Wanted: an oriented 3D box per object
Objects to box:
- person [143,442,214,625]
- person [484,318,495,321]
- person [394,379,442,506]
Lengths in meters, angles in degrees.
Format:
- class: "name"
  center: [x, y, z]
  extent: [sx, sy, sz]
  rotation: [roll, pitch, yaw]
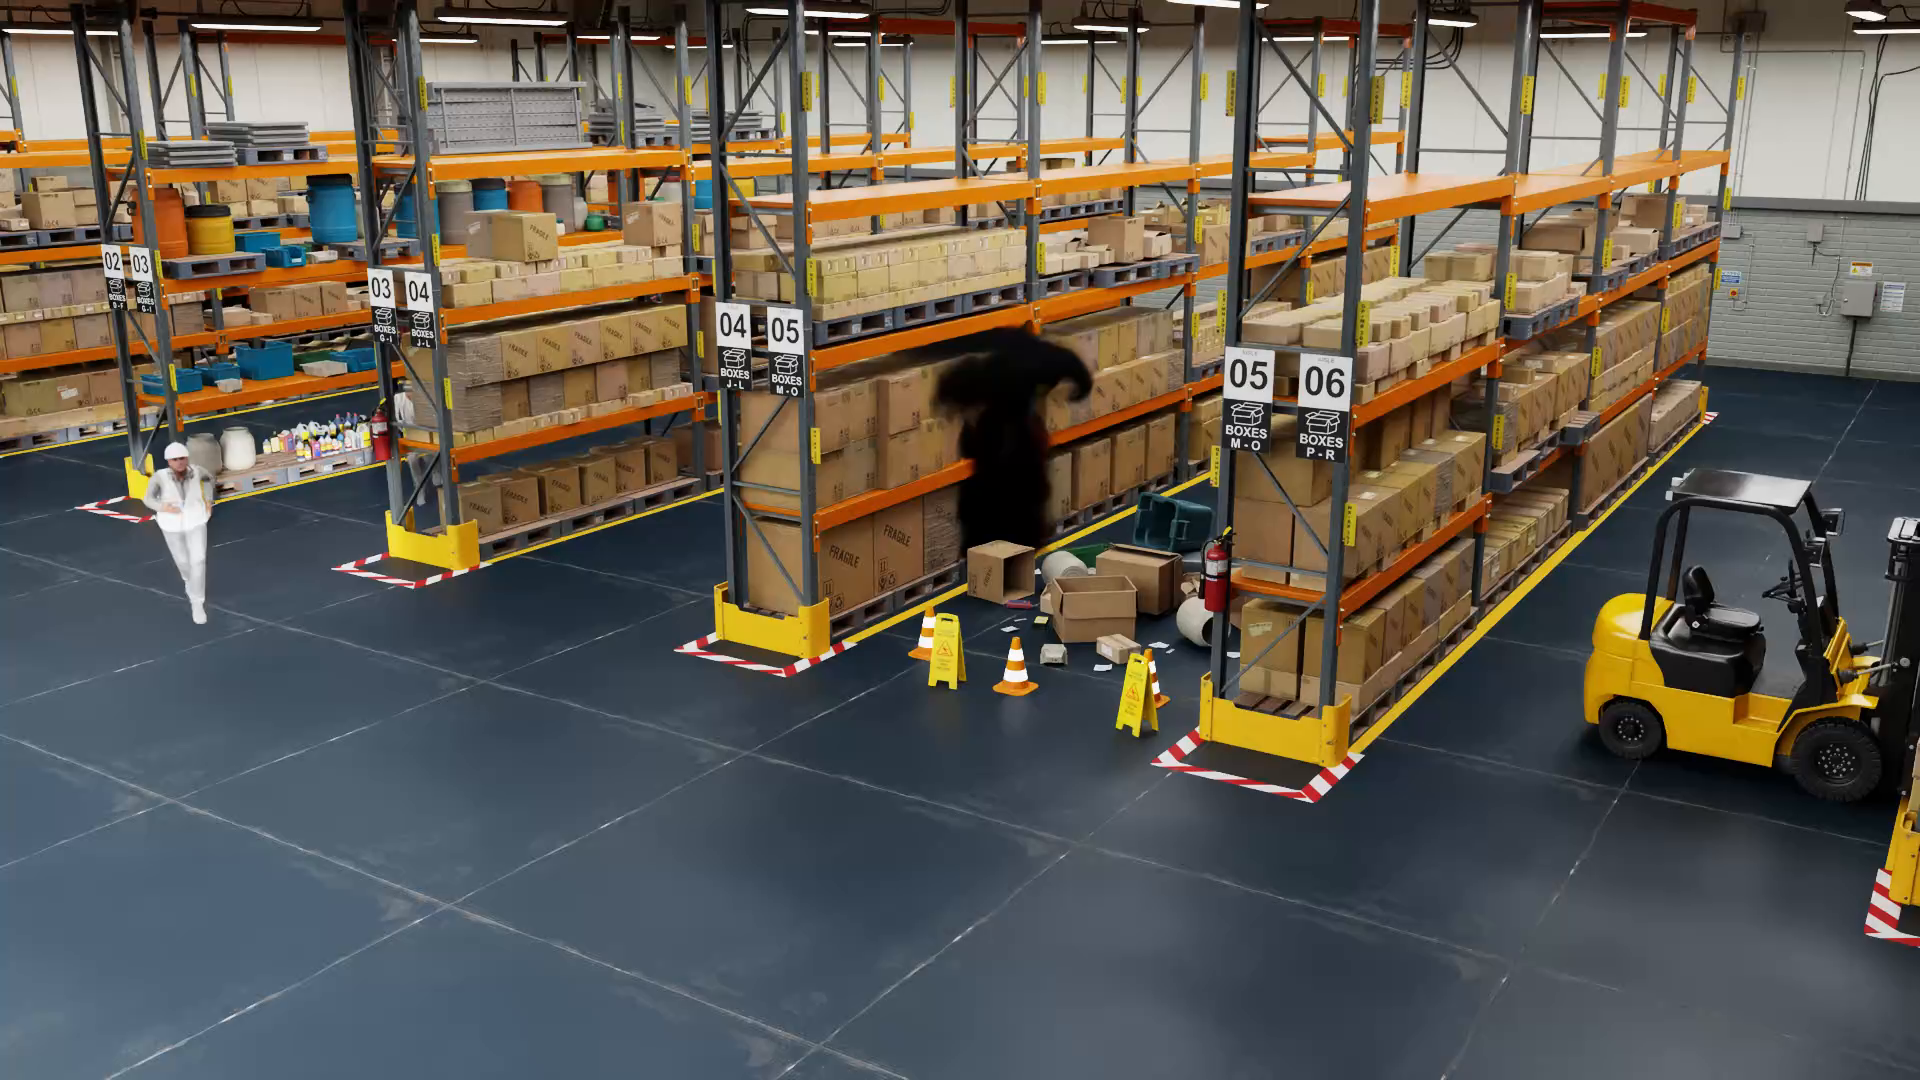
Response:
- class: "person"
  center: [-7.686, -0.132, 16.469]
  extent: [0.642, 1.783, 1.037]
  rotation: [-6, 17, -21]
- class: "person"
  center: [-7.813, -3.252, 27.819]
  extent: [0.594, 1.648, 0.622]
  rotation: [10, 18, 32]
- class: "person"
  center: [-6.817, -1.300, 21.037]
  extent: [0.662, 1.627, 0.969]
  rotation: [0, 16, -1]
